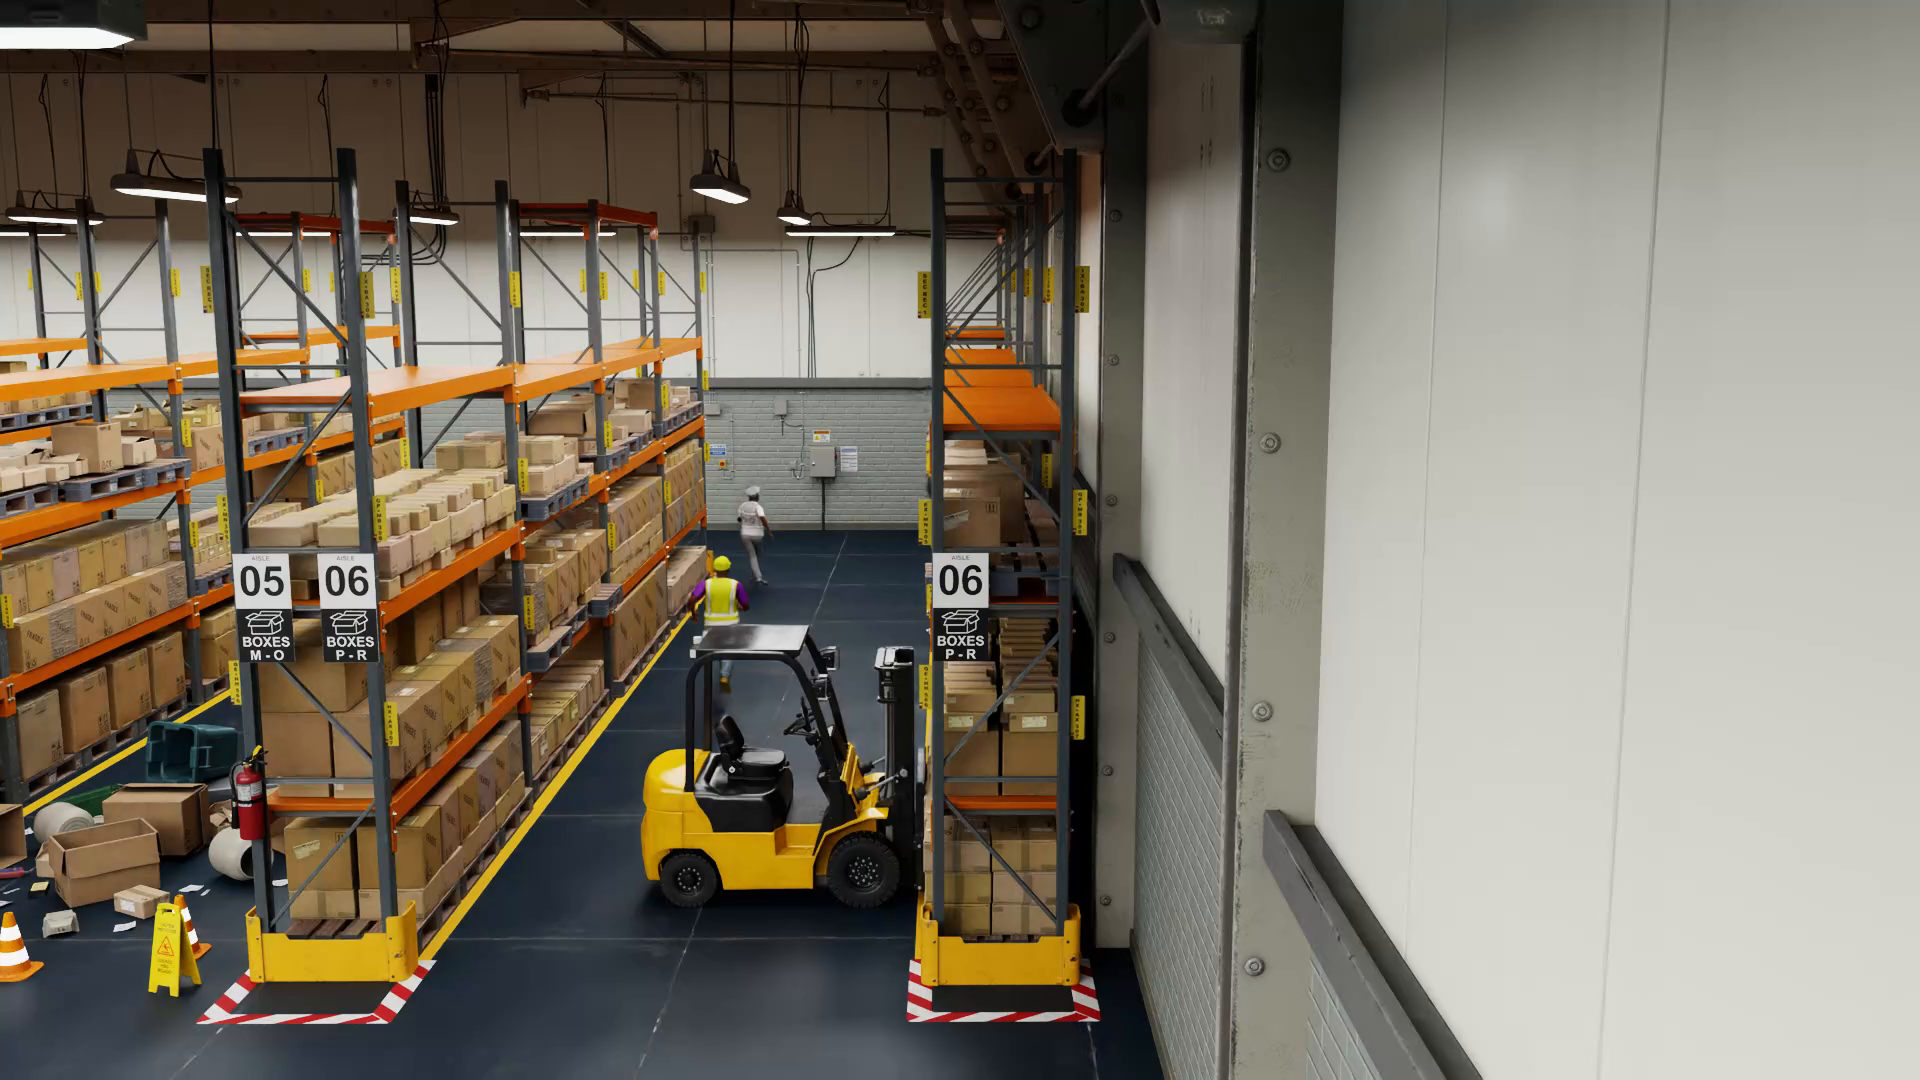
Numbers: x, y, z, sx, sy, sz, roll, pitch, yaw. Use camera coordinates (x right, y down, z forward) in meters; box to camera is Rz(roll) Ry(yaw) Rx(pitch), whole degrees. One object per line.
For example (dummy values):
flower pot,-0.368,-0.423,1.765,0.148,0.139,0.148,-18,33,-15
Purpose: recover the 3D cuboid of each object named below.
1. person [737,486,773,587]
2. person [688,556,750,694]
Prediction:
person,-3.370,-0.035,27.429,0.641,1.716,0.811,1,9,3
person,-2.915,1.005,20.330,0.716,1.647,1.049,0,9,0
